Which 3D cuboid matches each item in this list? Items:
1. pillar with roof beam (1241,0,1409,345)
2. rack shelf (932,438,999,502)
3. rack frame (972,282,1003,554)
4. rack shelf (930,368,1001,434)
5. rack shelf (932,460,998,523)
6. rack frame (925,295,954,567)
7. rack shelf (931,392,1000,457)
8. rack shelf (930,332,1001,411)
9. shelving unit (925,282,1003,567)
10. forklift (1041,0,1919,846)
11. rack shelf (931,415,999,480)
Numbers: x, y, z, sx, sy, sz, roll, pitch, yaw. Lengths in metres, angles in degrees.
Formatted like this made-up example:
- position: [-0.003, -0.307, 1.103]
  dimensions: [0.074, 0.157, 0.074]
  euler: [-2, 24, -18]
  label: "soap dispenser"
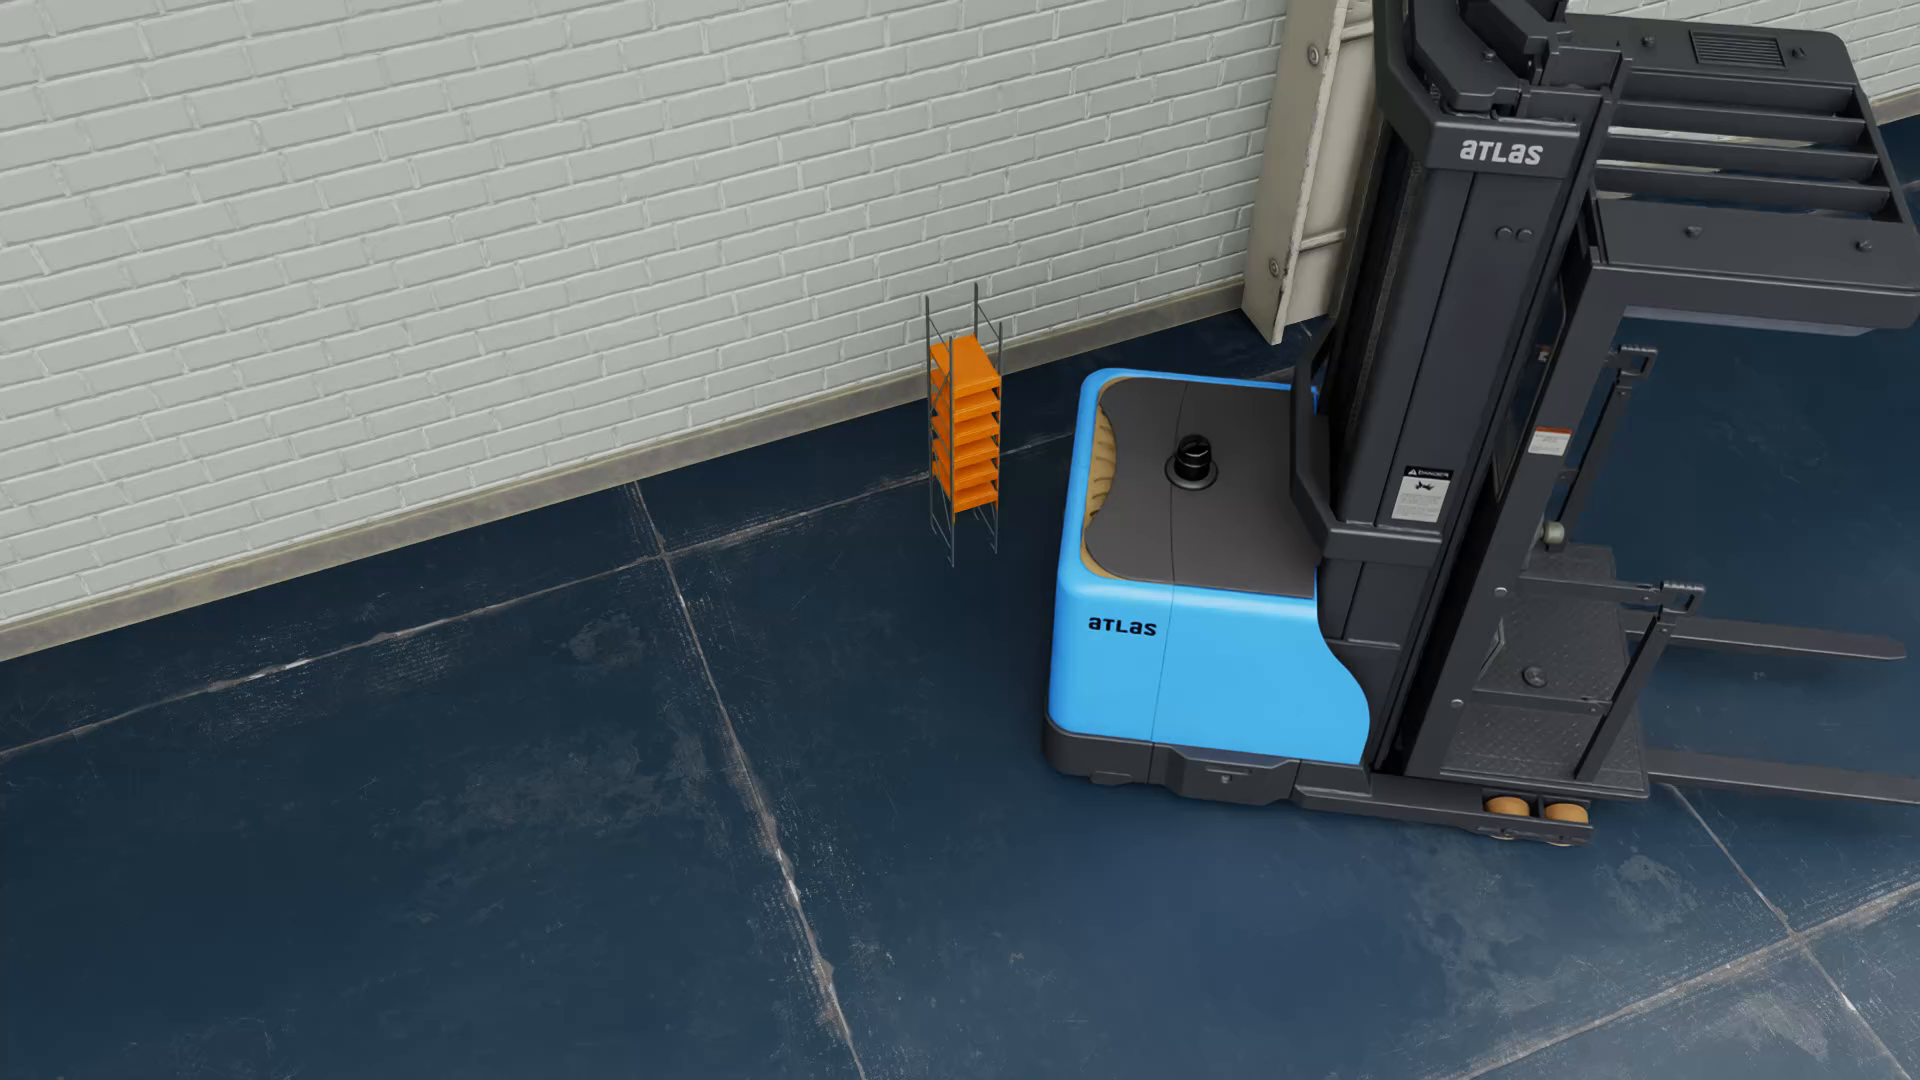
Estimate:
- position: [3.122, -0.930, 1.458]
  dimensions: [0.400, 9.000, 9.100]
  euler: [-17, 52, -14]
  label: "pillar with roof beam"
- position: [0.013, -0.288, 6.264]
  dimensions: [0.180, 0.103, 0.258]
  euler: [-17, 52, -14]
  label: "rack shelf"
- position: [0.098, -0.421, 6.162]
  dimensions: [0.006, 1.200, 0.240]
  euler: [-17, 52, -14]
  label: "rack frame"
- position: [0.013, -0.522, 5.991]
  dimensions: [0.180, 0.103, 0.258]
  euler: [-17, 52, -14]
  label: "rack shelf"
- position: [0.013, -0.210, 6.355]
  dimensions: [0.180, 0.103, 0.258]
  euler: [-17, 52, -14]
  label: "rack shelf"
- position: [-0.071, -0.369, 6.117]
  dimensions: [0.006, 1.200, 0.240]
  euler: [-17, 52, -14]
  label: "rack frame"
- position: [0.013, -0.444, 6.082]
  dimensions: [0.180, 0.103, 0.258]
  euler: [-17, 52, -14]
  label: "rack shelf"
- position: [0.013, -0.601, 5.900]
  dimensions: [0.180, 0.103, 0.258]
  euler: [-17, 52, -14]
  label: "rack shelf"
- position: [0.013, -0.395, 6.139]
  dimensions: [0.189, 1.200, 0.258]
  euler: [-17, 52, -14]
  label: "shelving unit"
- position: [1.846, -0.341, 4.951]
  dimensions: [3.031, 2.935, 1.130]
  euler: [6, 50, 5]
  label: "forklift"
- position: [0.013, -0.366, 6.173]
  dimensions: [0.180, 0.103, 0.258]
  euler: [-17, 52, -14]
  label: "rack shelf"
